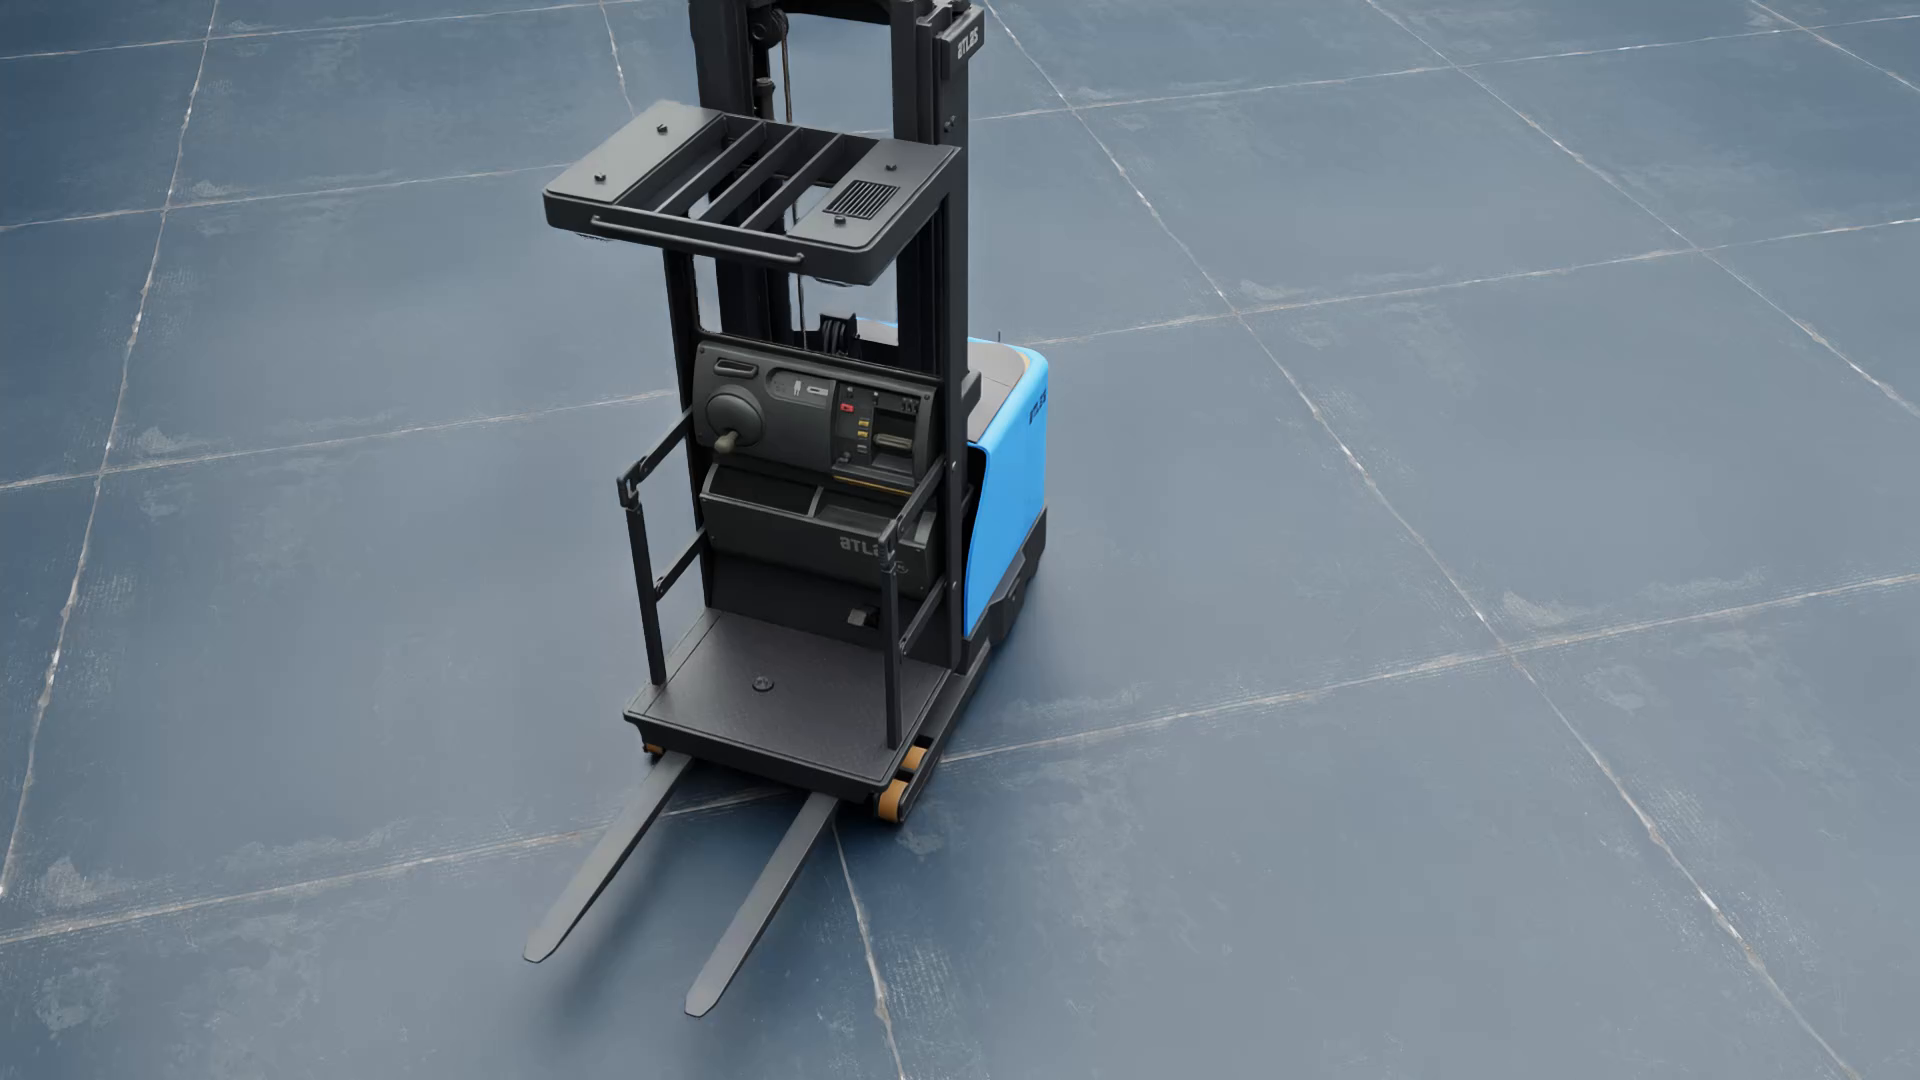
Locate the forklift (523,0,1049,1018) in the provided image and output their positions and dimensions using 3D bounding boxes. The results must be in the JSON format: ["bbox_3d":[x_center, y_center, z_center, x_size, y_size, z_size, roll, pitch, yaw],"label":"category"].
[{"bbox_3d":[-0.610,-0.377,5.830,1.130,2.935,3.031,13,39,16],"label":"forklift"}]

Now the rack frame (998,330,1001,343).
[{"bbox_3d":[0.205,-0.521,7.691,0.006,0.900,0.240,-9,38,-11],"label":"rack frame"}]

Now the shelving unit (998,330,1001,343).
[{"bbox_3d":[0.106,-0.506,7.671,0.210,0.900,0.258,-9,38,-11],"label":"shelving unit"}]
